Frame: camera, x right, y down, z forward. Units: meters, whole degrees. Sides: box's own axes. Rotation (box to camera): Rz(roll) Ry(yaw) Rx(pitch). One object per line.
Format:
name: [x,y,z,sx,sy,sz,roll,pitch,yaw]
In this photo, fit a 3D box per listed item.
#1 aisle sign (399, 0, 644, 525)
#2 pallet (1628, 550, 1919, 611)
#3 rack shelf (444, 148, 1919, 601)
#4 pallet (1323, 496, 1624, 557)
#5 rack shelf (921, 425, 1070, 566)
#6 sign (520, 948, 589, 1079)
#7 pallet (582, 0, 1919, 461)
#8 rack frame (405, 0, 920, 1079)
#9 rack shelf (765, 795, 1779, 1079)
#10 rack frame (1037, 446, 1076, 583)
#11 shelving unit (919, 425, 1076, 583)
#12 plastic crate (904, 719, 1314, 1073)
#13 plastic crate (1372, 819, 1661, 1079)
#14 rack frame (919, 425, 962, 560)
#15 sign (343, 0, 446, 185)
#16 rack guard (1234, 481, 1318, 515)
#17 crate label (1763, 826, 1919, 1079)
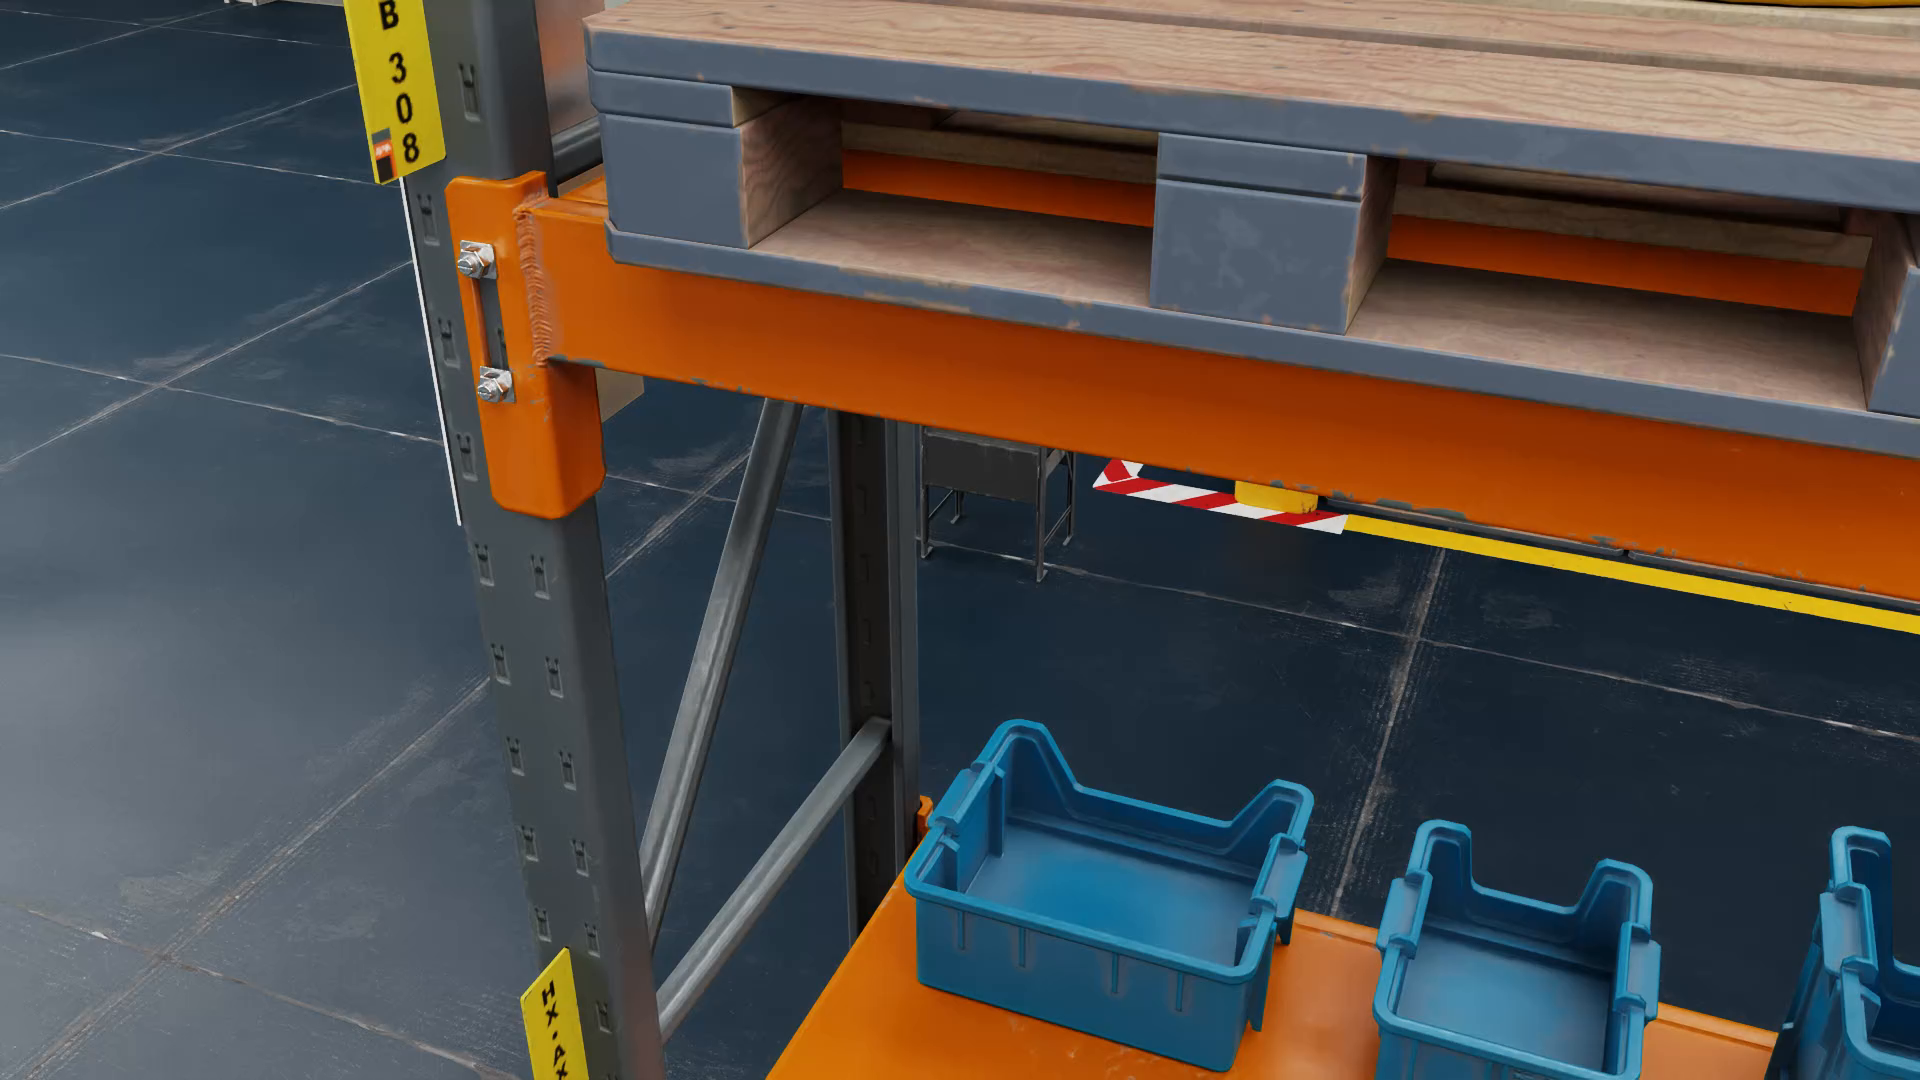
aisle sign: [-0.495,-0.449,1.854,0.004,0.787,0.394,11,31,19]
pallet: [3.399,-0.133,6.770,1.213,0.211,1.003,11,31,19]
rack shelf: [1.535,-0.060,1.491,4.000,0.370,1.077,11,31,19]
pallet: [2.272,-0.359,7.171,1.213,0.211,1.003,11,31,19]
rack shelf: [0.153,-0.262,6.530,0.480,0.518,0.431,11,31,19]
sign: [-0.529,0.692,2.196,0.005,0.325,0.100,11,31,19]
pallet: [0.412,-0.464,1.666,1.213,0.211,1.003,11,31,19]
rack frame: [-0.319,0.564,2.704,0.053,2.616,0.949,11,31,19]
rack shelf: [1.535,1.245,2.229,4.000,0.370,1.077,11,31,19]
rack frame: [0.379,-0.838,6.099,0.015,2.100,0.400,11,31,19]
shelving unit: [0.153,-0.883,6.179,0.503,2.100,0.431,11,31,19]
plastic crate: [0.259,0.583,2.821,0.616,0.251,0.499,11,31,19]
plastic crate: [0.858,0.706,2.604,0.408,0.251,0.499,11,31,19]
rack frame: [-0.073,-0.929,6.259,0.015,2.100,0.400,11,31,19]
sign: [-0.529,-0.497,1.524,0.005,0.325,0.100,11,31,19]
rack guard: [1.526,-0.612,7.324,0.348,0.500,1.175,11,31,19]
crate label: [1.489,0.764,2.314,0.616,0.435,0.502,11,31,19]
